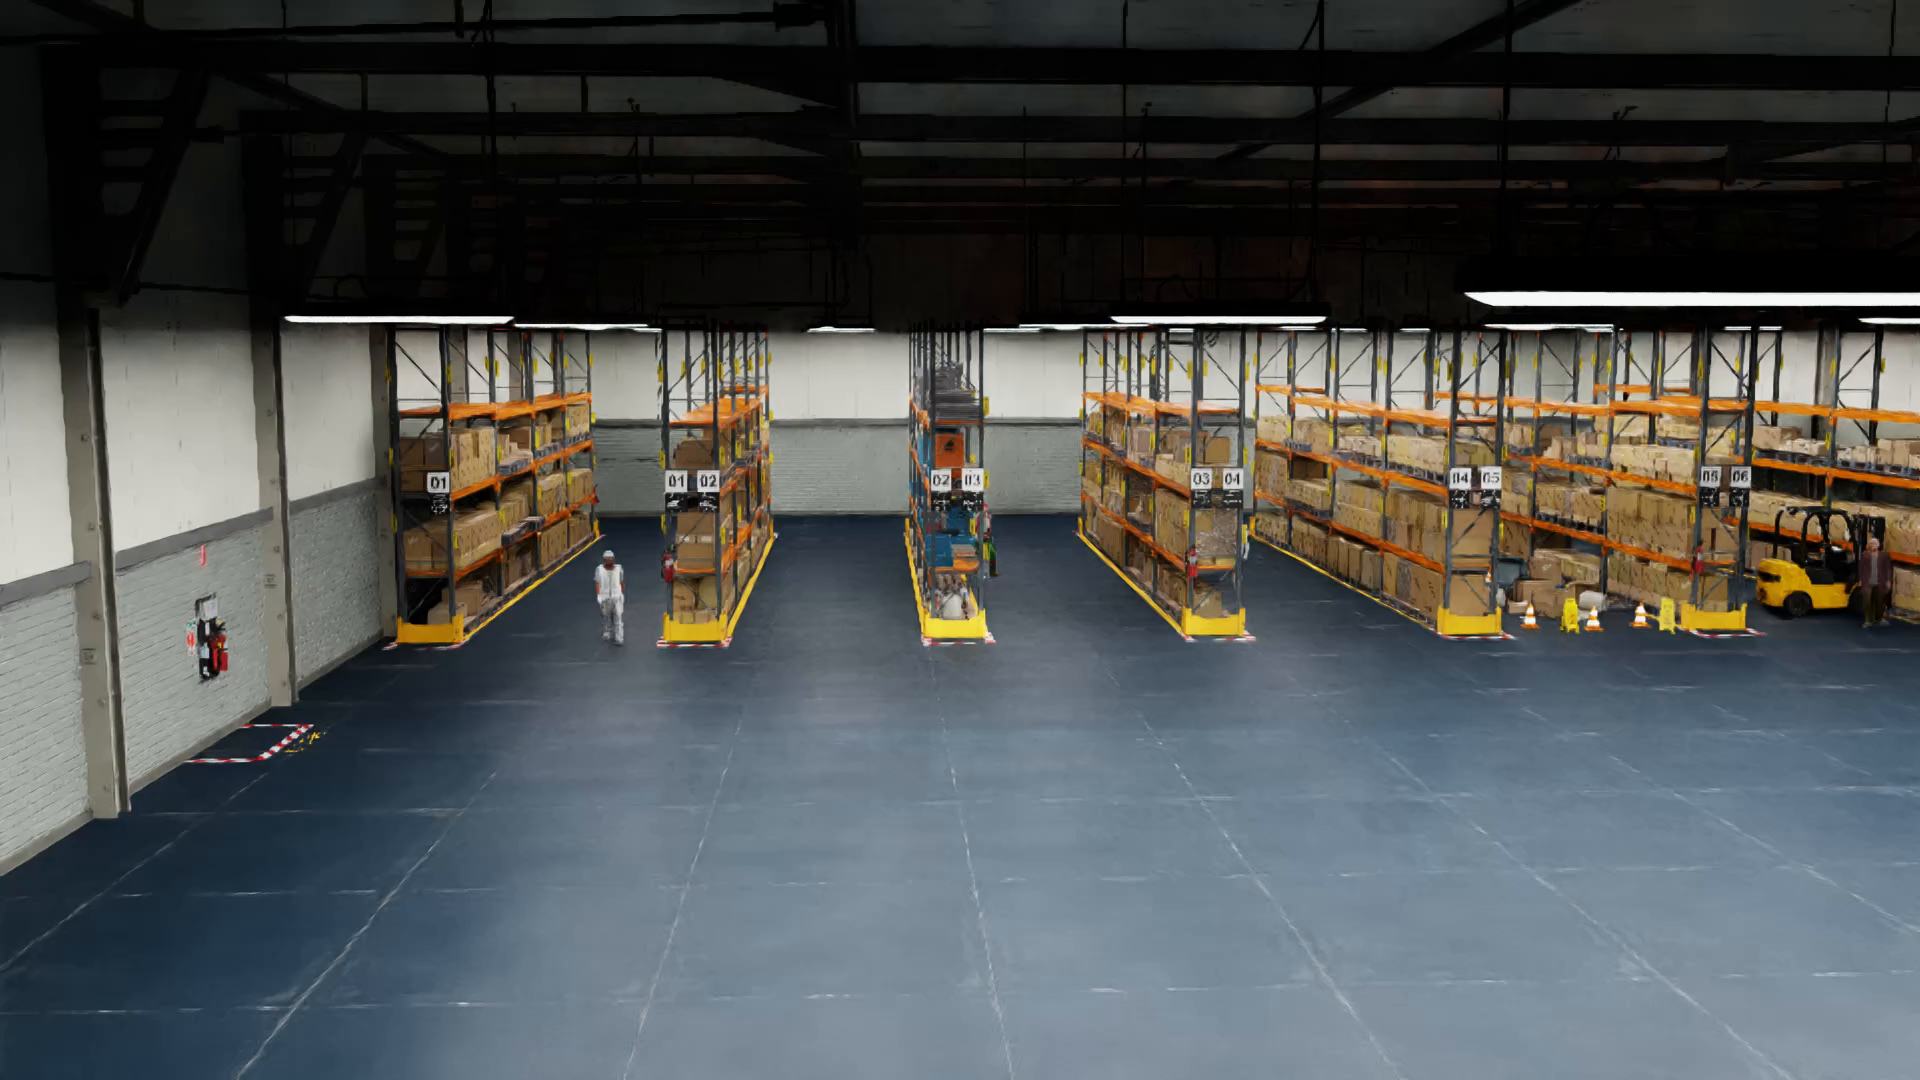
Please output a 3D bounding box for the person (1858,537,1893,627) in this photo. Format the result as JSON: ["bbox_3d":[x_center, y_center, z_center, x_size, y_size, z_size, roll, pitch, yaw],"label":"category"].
[{"bbox_3d":[18.004,0.817,32.714,0.611,1.769,0.631,5,8,33],"label":"person"}]

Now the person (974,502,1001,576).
[{"bbox_3d":[0.479,-0.040,37.550,0.685,1.706,0.852,-3,7,-20],"label":"person"}]

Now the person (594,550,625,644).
[{"bbox_3d":[-6.514,1.045,30.911,0.550,1.724,1.029,-1,7,-11],"label":"person"}]

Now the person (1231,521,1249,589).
[{"bbox_3d":[6.282,0.282,37.549,0.488,1.590,1.089,-1,7,-5],"label":"person"}]

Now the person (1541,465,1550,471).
[{"bbox_3d":[18.306,-1.497,51.745,0.452,1.655,0.619,-5,9,-35],"label":"person"}]
